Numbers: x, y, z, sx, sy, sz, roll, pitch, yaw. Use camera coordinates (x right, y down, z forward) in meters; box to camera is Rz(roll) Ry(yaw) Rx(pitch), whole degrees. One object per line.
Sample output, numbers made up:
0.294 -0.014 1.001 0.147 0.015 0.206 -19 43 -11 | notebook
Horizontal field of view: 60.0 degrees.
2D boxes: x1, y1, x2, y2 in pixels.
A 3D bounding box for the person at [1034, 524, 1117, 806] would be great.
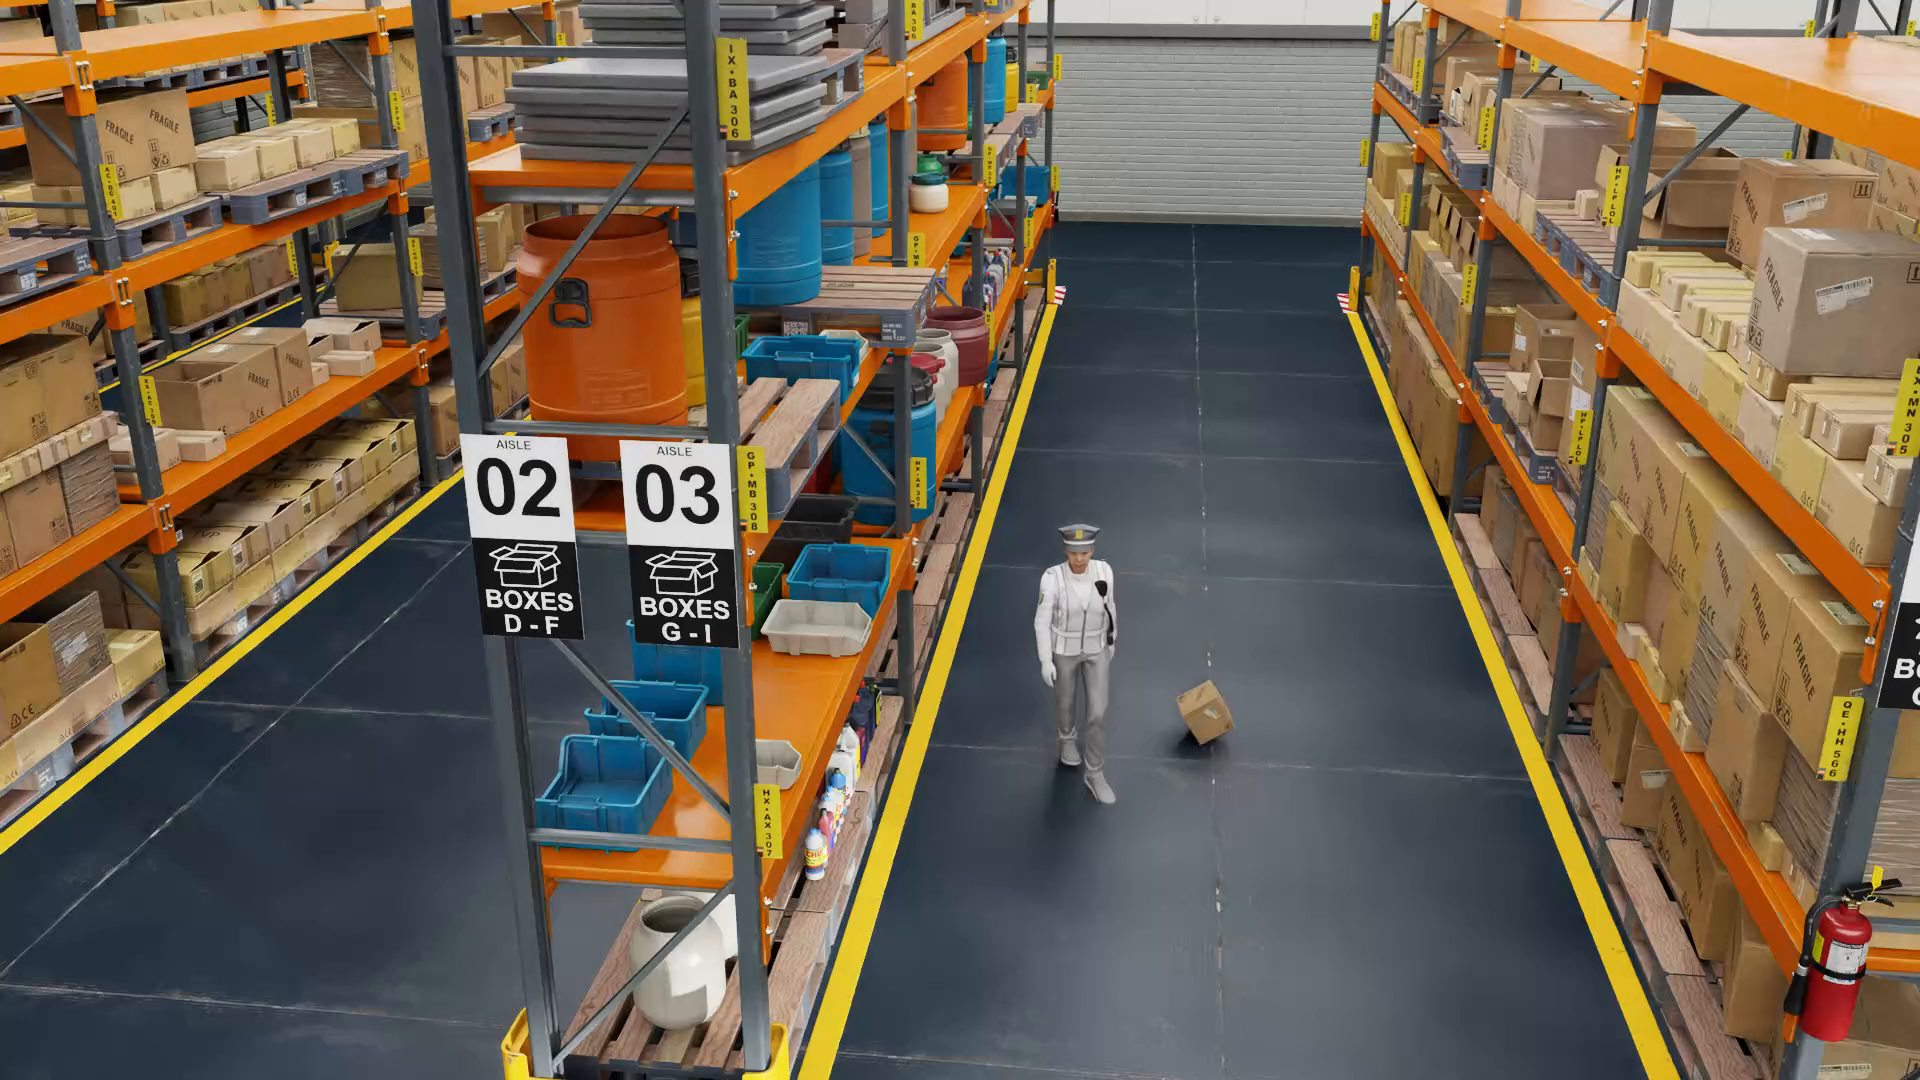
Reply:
0.681 0.670 9.771 0.508 1.702 0.692 -1 21 -3 | person
